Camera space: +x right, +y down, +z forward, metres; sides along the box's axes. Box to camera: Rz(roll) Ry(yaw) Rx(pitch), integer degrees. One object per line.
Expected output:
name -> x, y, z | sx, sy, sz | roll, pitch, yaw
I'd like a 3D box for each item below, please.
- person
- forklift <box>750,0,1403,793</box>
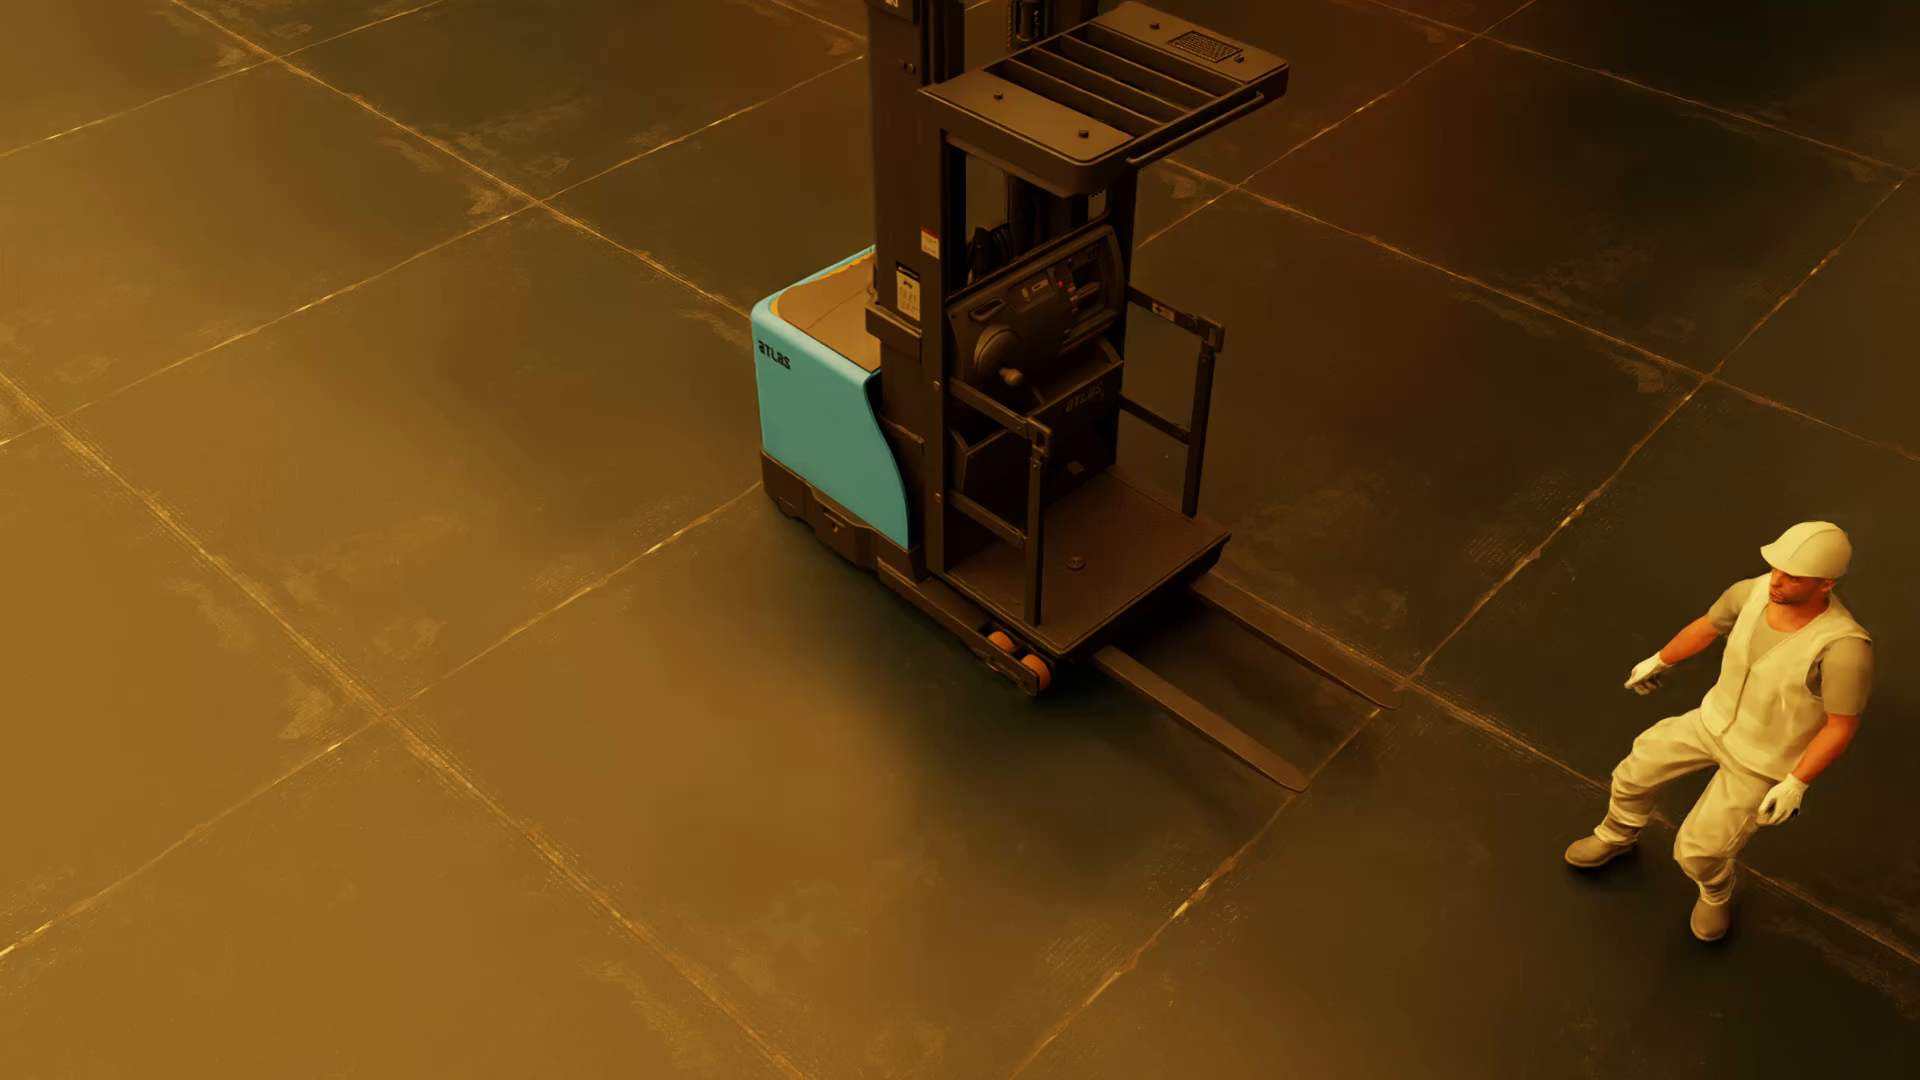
person -> 2.565, 0.637, 5.628 | 0.507, 1.717, 0.813 | -12, 42, -14
forklift -> 0.459, -0.851, 6.421 | 1.130, 2.935, 3.031 | -33, 50, -32
